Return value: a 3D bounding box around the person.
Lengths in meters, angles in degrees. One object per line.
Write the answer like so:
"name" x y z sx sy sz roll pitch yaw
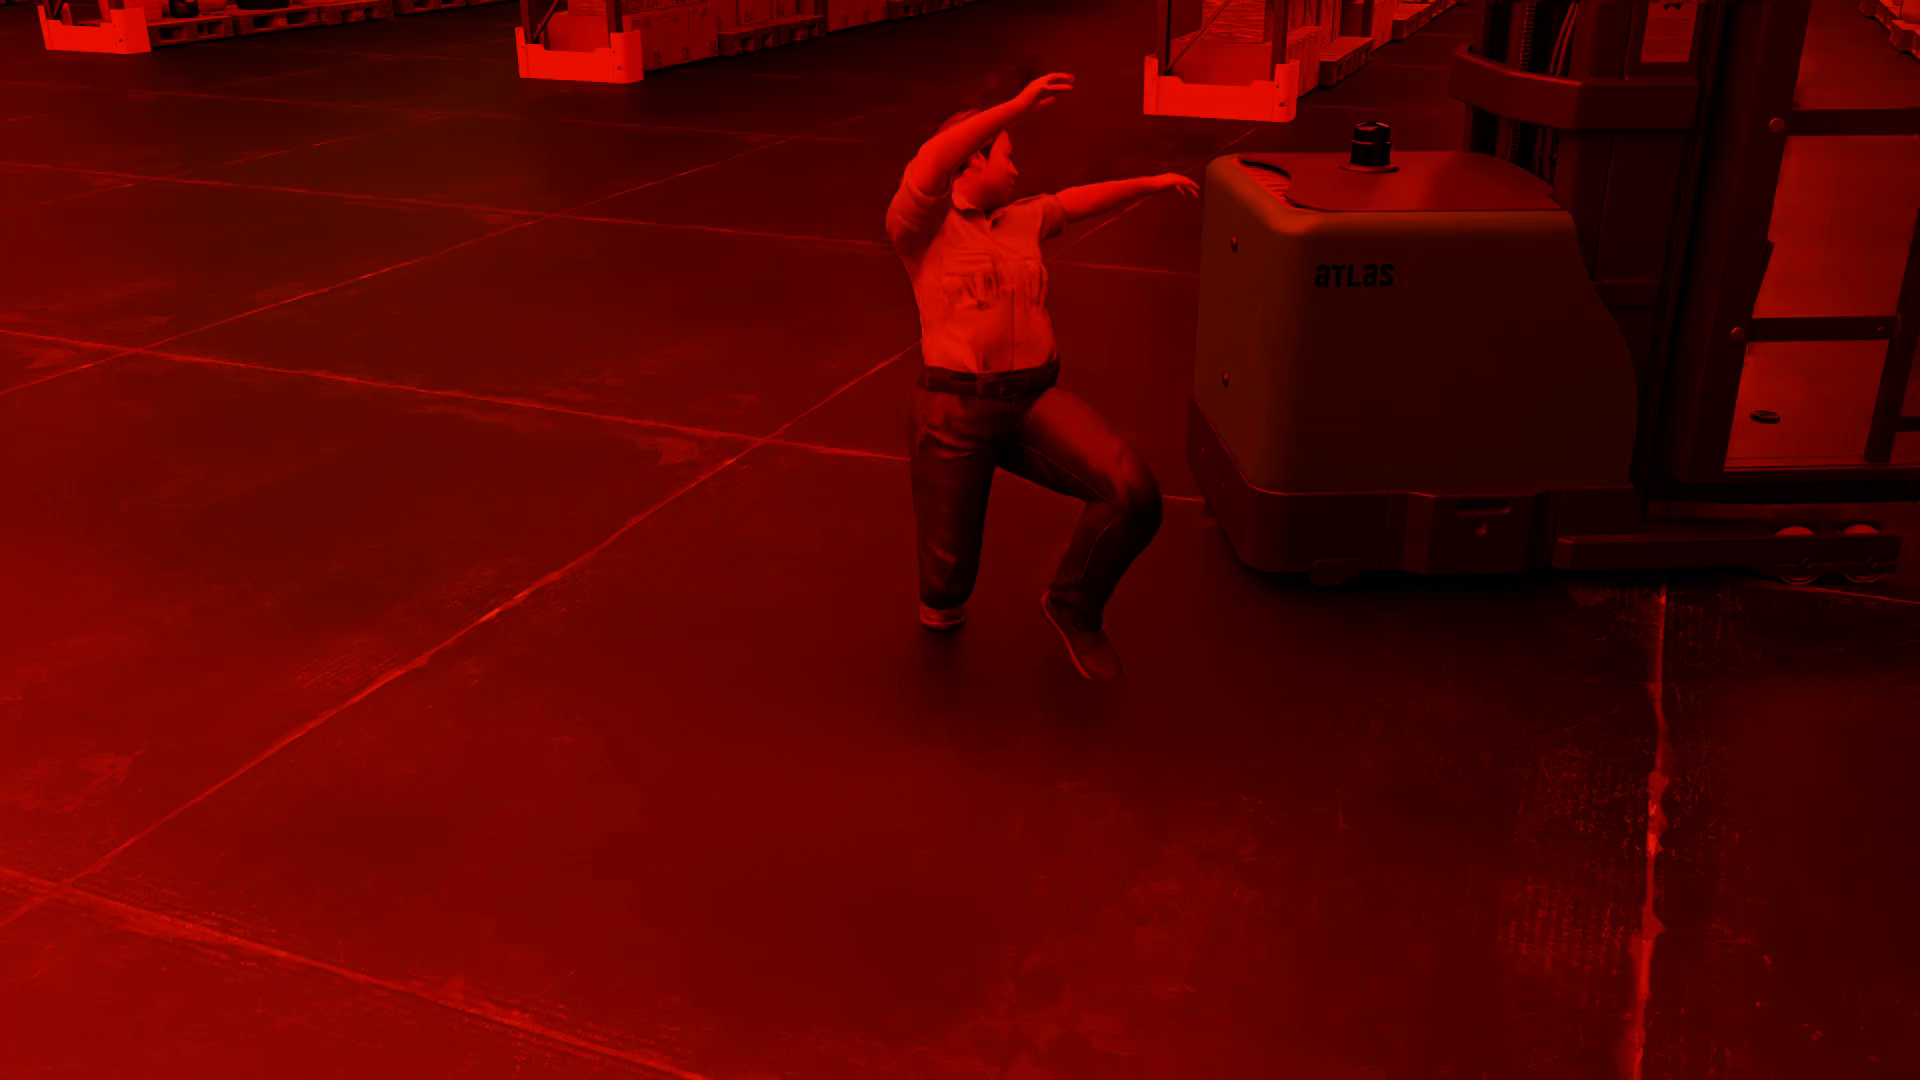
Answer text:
"person" 0.344 -0.421 4.235 1.021 1.509 0.815 -12 25 -26

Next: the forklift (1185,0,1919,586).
"forklift" 2.290 -1.426 4.703 3.031 2.935 1.130 -1 23 -3
